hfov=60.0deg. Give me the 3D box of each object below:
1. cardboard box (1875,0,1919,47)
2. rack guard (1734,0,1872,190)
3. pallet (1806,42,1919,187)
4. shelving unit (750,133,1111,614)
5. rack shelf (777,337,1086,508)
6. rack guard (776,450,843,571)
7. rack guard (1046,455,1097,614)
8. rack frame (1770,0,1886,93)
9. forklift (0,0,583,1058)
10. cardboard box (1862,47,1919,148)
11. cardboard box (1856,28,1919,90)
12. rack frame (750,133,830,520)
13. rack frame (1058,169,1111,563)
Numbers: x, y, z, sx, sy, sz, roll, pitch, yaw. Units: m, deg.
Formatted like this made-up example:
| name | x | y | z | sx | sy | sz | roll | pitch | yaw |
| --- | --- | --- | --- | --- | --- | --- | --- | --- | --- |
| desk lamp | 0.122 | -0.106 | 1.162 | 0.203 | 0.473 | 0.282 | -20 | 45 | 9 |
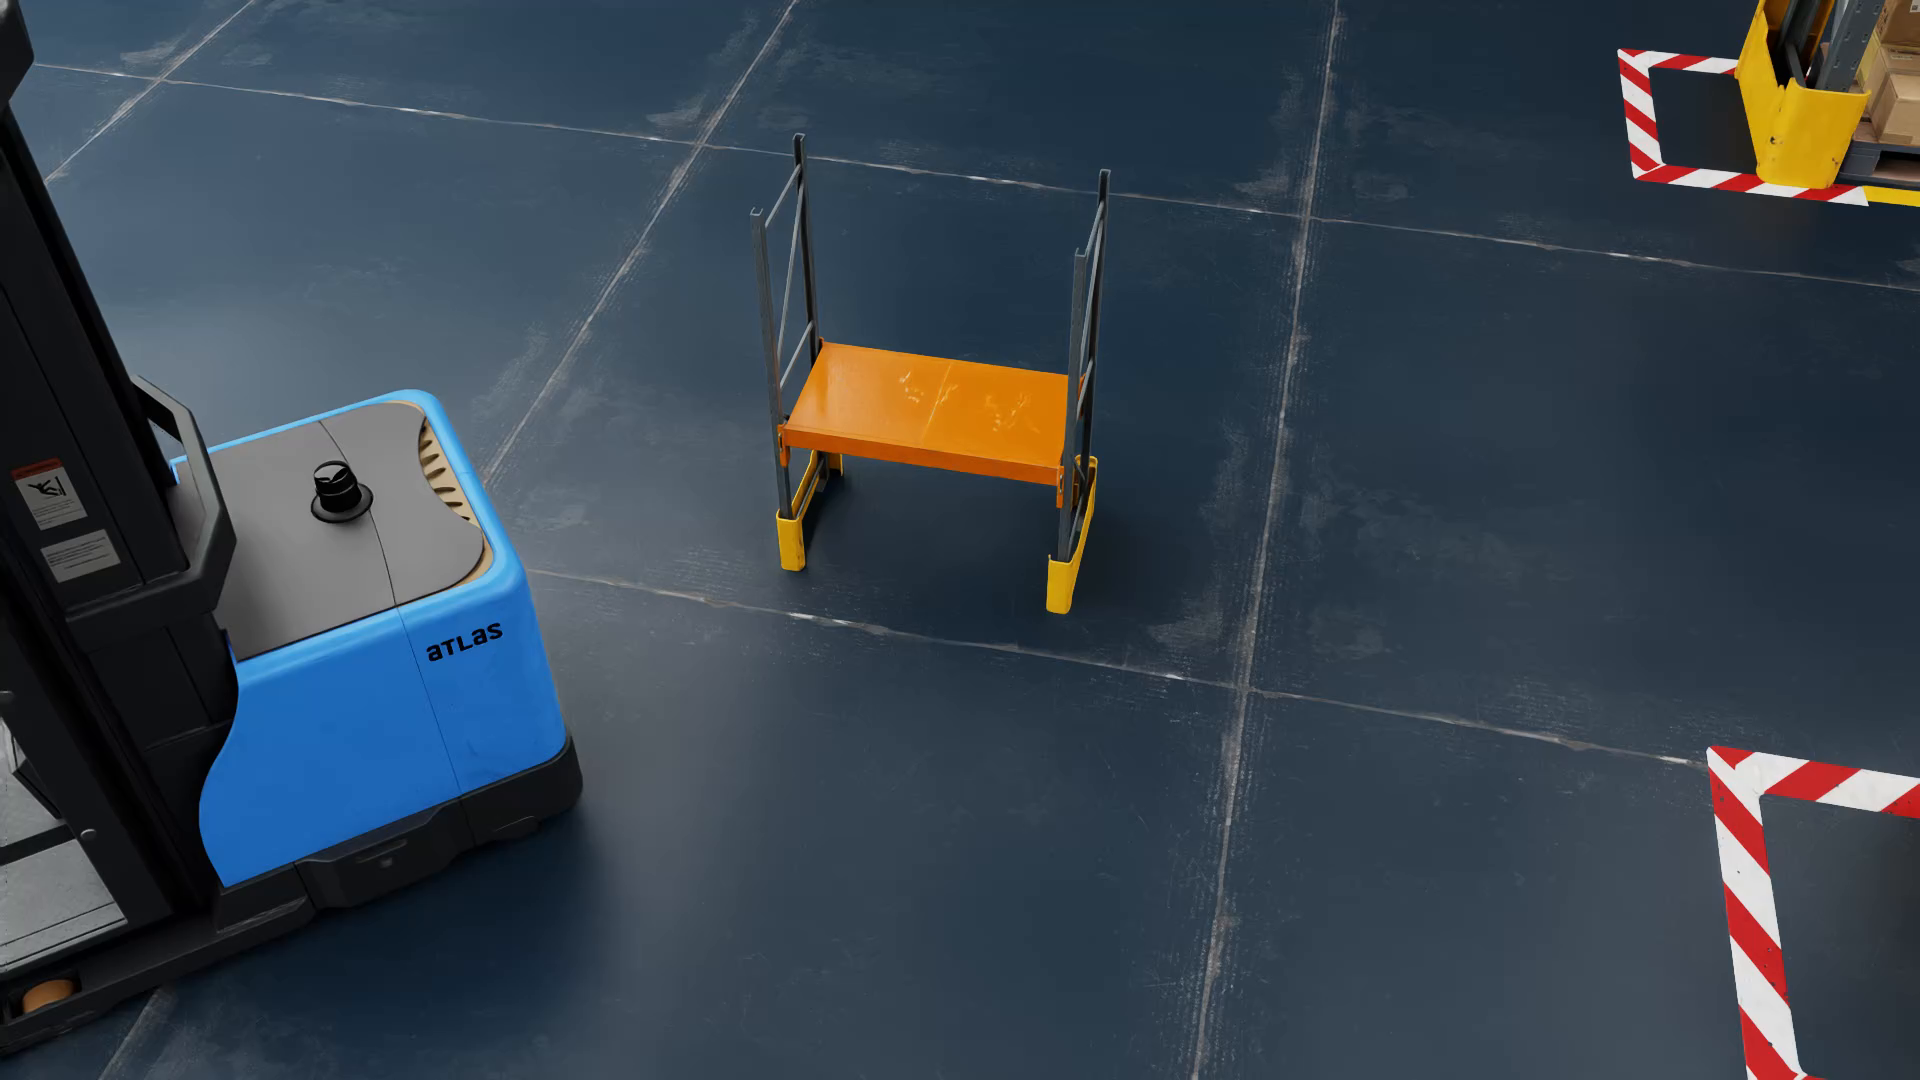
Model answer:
| name | x | y | z | sx | sy | sz | roll | pitch | yaw |
| --- | --- | --- | --- | --- | --- | --- | --- | --- | --- |
| cardboard box | 4.774 | -2.726 | 8.059 | 0.500 | 0.500 | 0.500 | 9 | 45 | 9 |
| rack guard | 4.163 | -2.278 | 8.257 | 0.348 | 0.500 | 1.175 | 9 | 45 | 9 |
| pallet | 4.941 | -2.083 | 8.262 | 1.213 | 0.211 | 1.003 | 9 | 45 | 9 |
| shelving unit | -0.074 | -0.552 | 5.742 | 1.083 | 1.500 | 0.587 | 9 | 45 | 9 |
| rack shelf | -0.083 | -0.424 | 5.868 | 1.000 | 0.185 | 0.538 | 9 | 45 | 9 |
| rack guard | -0.560 | -0.177 | 6.254 | 0.087 | 0.250 | 0.587 | 9 | 45 | 9 |
| rack guard | 0.412 | -0.026 | 6.097 | 0.087 | 0.250 | 0.587 | 9 | 45 | 9 |
| rack frame | 4.186 | -3.175 | 7.386 | 0.127 | 3.000 | 1.000 | 9 | 45 | 9 |
| forklift | -2.750 | 0.006 | 4.130 | 3.031 | 2.935 | 1.130 | -21 | 48 | -20 |
| cardboard box | 4.661 | -2.104 | 7.953 | 0.500 | 0.250 | 0.500 | 9 | 45 | 9 |
| cardboard box | 4.774 | -2.455 | 8.317 | 0.500 | 0.250 | 0.500 | 9 | 45 | 9 |
| rack frame | -0.579 | -0.630 | 5.823 | 0.032 | 1.500 | 0.500 | 9 | 45 | 9 |
| rack frame | 0.413 | -0.476 | 5.663 | 0.032 | 1.500 | 0.500 | 9 | 45 | 9 |
